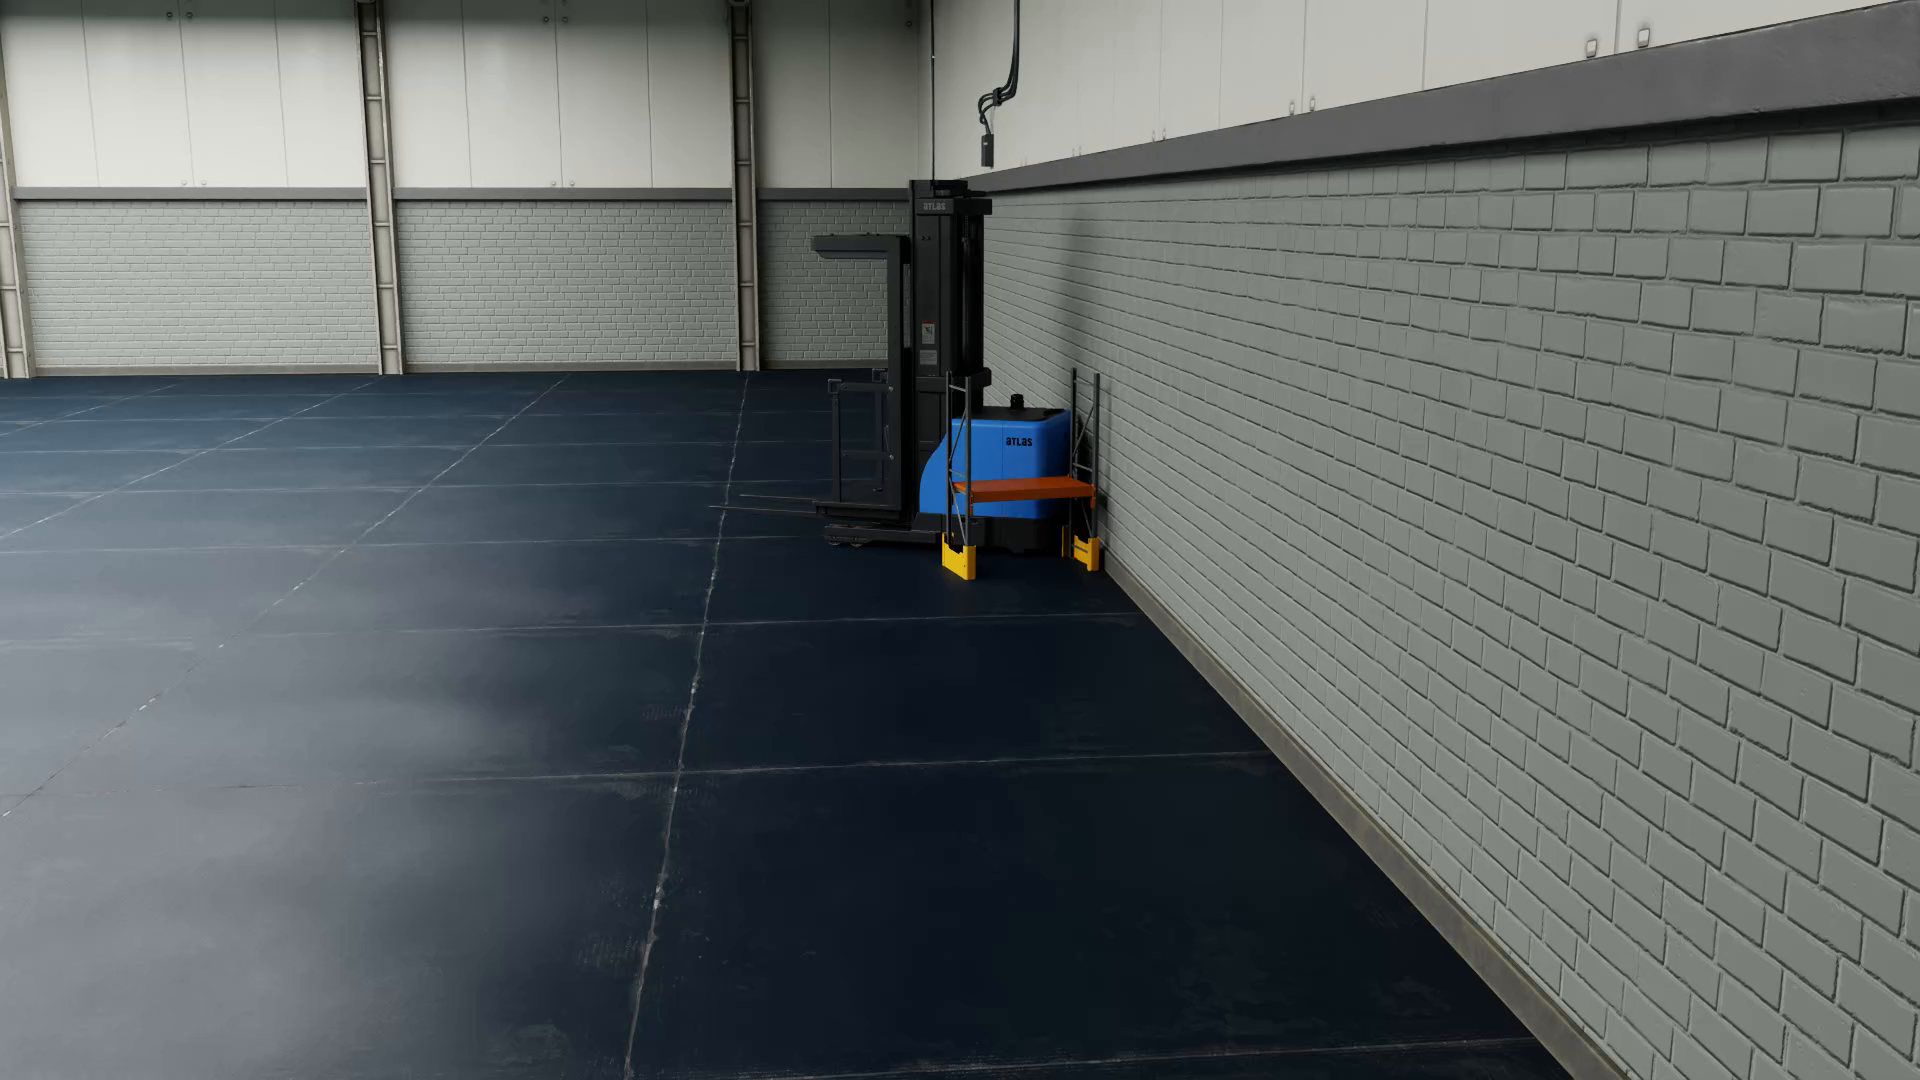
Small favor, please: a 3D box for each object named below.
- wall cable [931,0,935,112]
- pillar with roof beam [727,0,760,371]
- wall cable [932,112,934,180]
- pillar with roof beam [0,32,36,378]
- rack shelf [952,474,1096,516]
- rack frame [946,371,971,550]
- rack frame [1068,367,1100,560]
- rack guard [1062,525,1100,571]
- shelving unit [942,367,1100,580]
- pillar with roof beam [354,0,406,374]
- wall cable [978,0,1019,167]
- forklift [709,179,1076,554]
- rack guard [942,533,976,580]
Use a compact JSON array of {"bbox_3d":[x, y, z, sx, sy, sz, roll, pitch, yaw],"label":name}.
[{"bbox_3d":[-0.313,-7.615,24.231,0.112,2.526,3.097,-1,11,-6],"label":"wall cable"},{"bbox_3d":[-3.211,-6.546,23.836,0.548,9.000,9.100,-1,11,-6],"label":"pillar with roof beam"},{"bbox_3d":[-0.605,-5.656,27.357,0.112,2.526,3.097,-1,11,-6],"label":"wall cable"},{"bbox_3d":[-15.141,-6.296,22.564,0.400,9.000,9.100,-1,11,-6],"label":"pillar with roof beam"},{"bbox_3d":[0.472,-0.349,12.687,1.000,0.185,0.538,-4,12,-18],"label":"rack shelf"},{"bbox_3d":[-0.010,-0.494,12.494,0.032,1.500,0.500,-4,12,-18],"label":"rack frame"},{"bbox_3d":[0.954,-0.557,12.811,0.032,1.500,0.500,-4,12,-18],"label":"rack frame"},{"bbox_3d":[0.935,0.058,12.926,0.087,0.250,0.587,-4,12,-18],"label":"rack guard"},{"bbox_3d":[0.463,-0.525,12.650,1.083,1.500,0.587,-4,12,-18],"label":"shelving unit"},{"bbox_3d":[-9.176,-6.421,23.200,0.548,9.000,9.100,-1,11,-6],"label":"pillar with roof beam"},{"bbox_3d":[0.405,-7.027,17.467,0.169,6.003,2.305,-1,11,-6],"label":"wall cable"},{"bbox_3d":[-0.598,-1.476,13.776,3.031,2.935,1.130,4,12,18],"label":"forklift"},{"bbox_3d":[-0.009,0.119,12.615,0.087,0.250,0.587,-4,12,-18],"label":"rack guard"}]
